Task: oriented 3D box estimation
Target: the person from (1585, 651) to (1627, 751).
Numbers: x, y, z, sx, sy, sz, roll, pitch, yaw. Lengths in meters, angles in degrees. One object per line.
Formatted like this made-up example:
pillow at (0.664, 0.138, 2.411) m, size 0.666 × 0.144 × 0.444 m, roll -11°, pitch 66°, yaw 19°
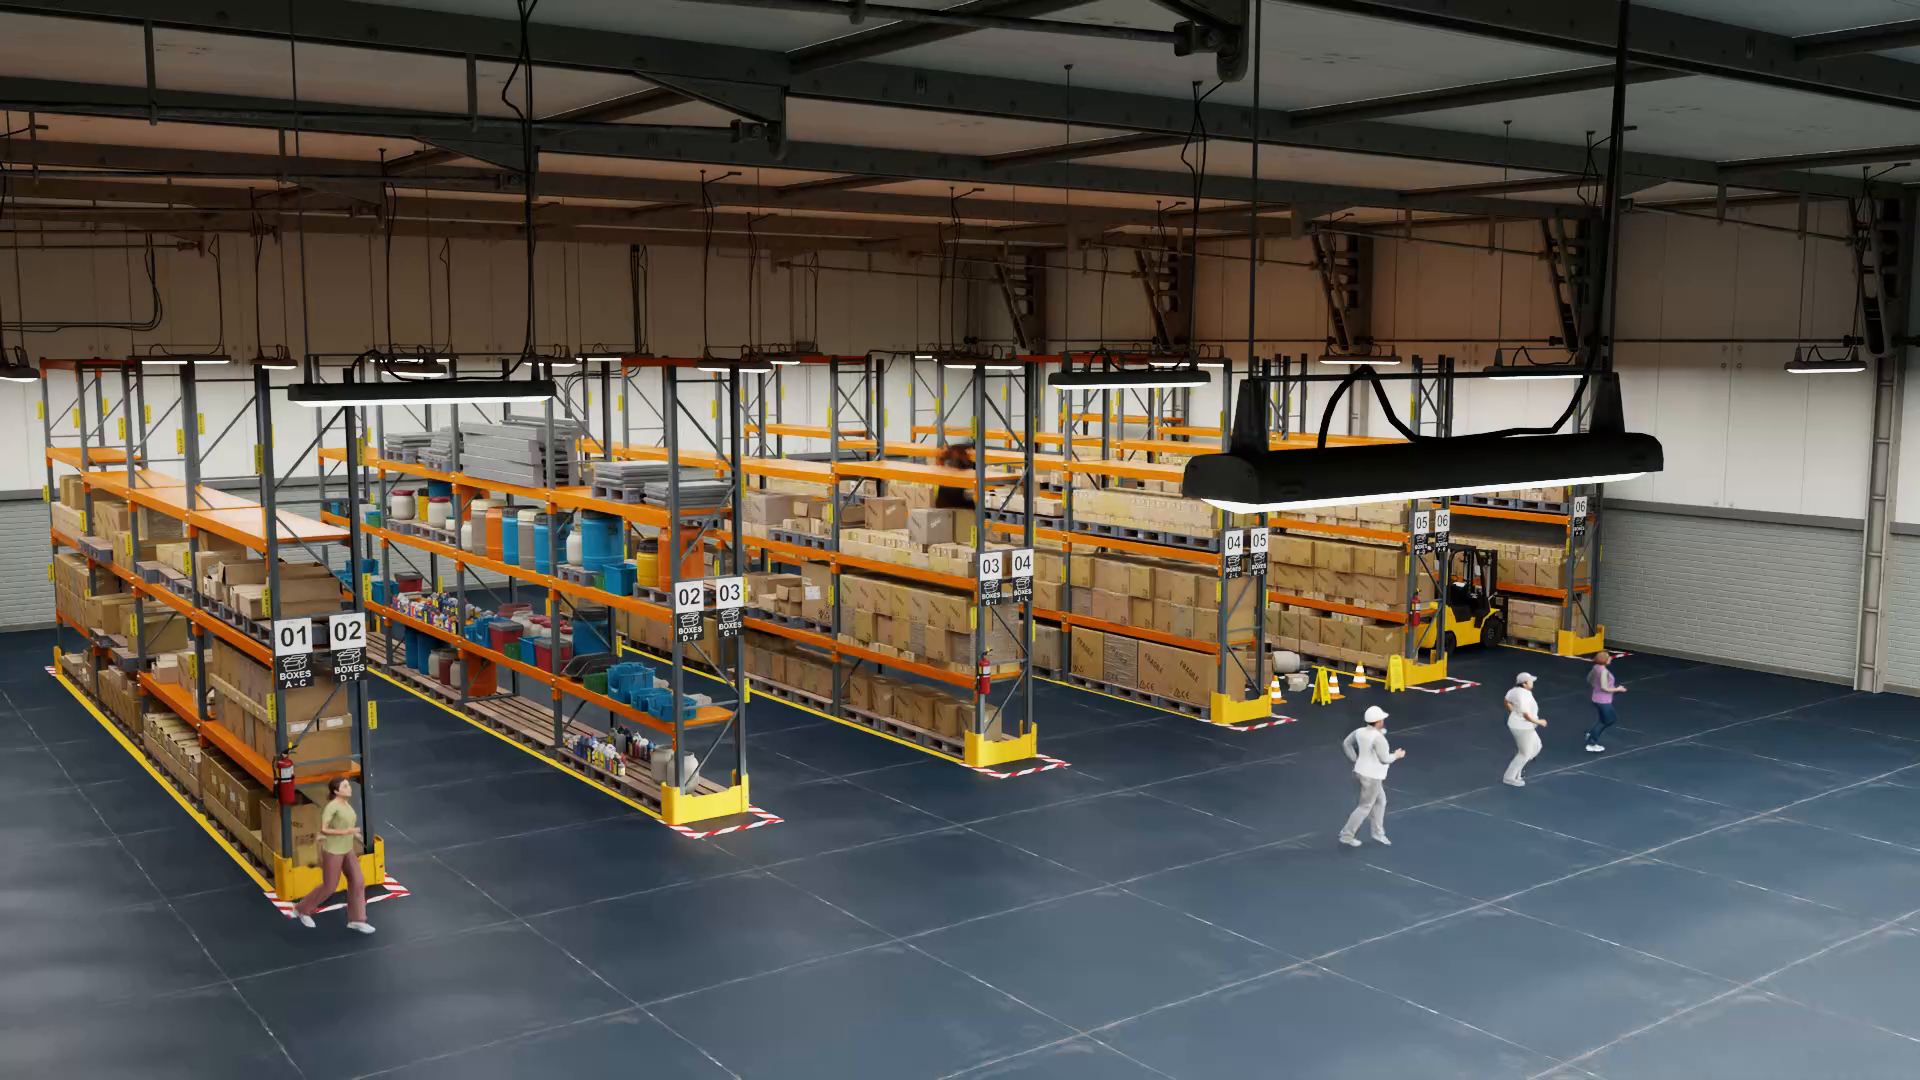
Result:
person at (9.936, 2.484, 25.591) m, size 0.555 × 1.545 × 0.522 m, roll 1°, pitch 7°, yaw 11°

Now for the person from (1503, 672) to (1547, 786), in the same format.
person at (8.054, 2.681, 23.728) m, size 0.570 × 1.627 × 0.618 m, roll 0°, pitch 7°, yaw 4°

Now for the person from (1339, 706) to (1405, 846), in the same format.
person at (5.111, 2.971, 20.712) m, size 0.845 × 1.822 × 0.605 m, roll -1°, pitch 7°, yaw -11°

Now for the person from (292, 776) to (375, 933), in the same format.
person at (-6.704, 3.366, 17.872) m, size 0.886 × 1.683 × 0.588 m, roll 1°, pitch 7°, yaw 7°
